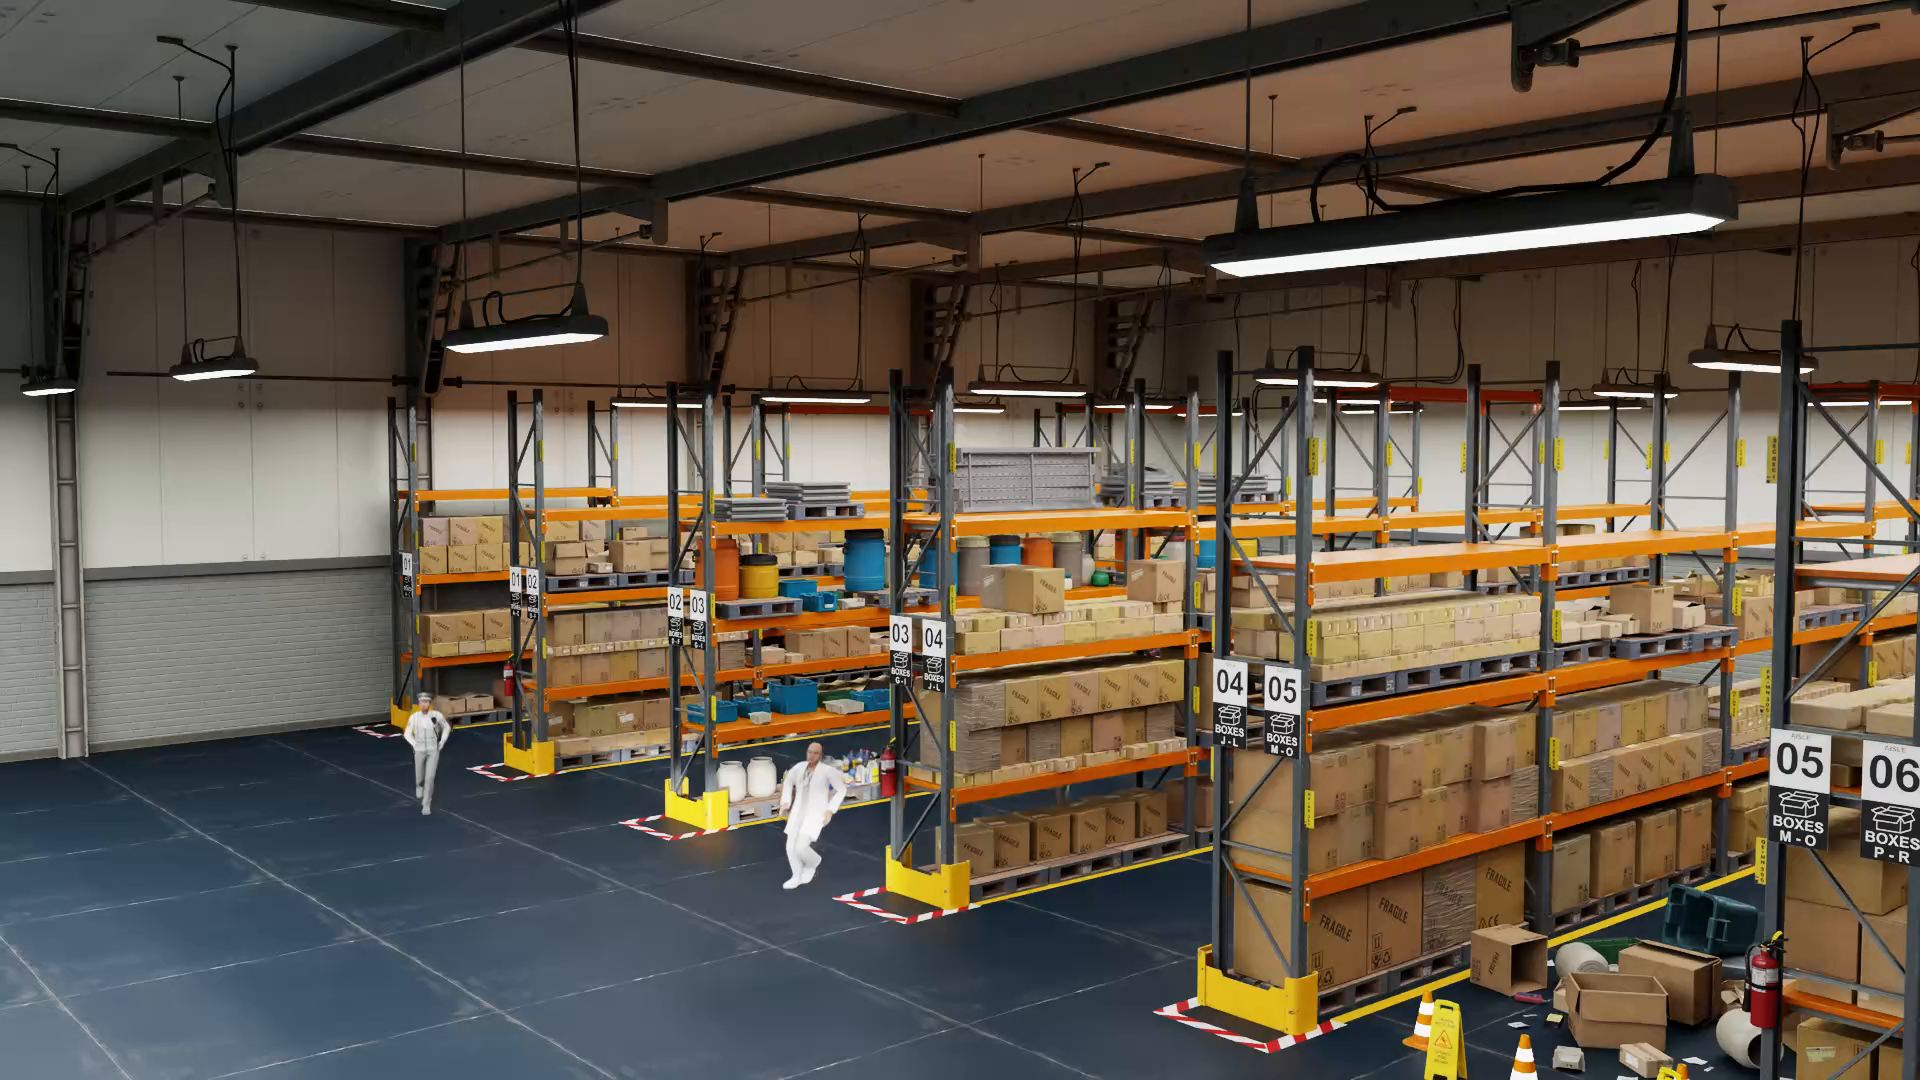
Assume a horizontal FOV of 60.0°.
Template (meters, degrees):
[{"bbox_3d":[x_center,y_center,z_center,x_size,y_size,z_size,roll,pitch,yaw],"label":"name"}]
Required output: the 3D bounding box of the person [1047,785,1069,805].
[{"bbox_3d":[1.402,3.061,22.966,0.523,1.554,0.574,2,4,36],"label":"person"}]

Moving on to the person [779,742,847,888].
[{"bbox_3d":[-1.748,3.191,19.181,0.765,1.715,0.544,2,4,27],"label":"person"}]

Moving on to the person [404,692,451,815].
[{"bbox_3d":[-7.501,2.969,23.439,0.624,1.688,0.739,-1,3,-12],"label":"person"}]
